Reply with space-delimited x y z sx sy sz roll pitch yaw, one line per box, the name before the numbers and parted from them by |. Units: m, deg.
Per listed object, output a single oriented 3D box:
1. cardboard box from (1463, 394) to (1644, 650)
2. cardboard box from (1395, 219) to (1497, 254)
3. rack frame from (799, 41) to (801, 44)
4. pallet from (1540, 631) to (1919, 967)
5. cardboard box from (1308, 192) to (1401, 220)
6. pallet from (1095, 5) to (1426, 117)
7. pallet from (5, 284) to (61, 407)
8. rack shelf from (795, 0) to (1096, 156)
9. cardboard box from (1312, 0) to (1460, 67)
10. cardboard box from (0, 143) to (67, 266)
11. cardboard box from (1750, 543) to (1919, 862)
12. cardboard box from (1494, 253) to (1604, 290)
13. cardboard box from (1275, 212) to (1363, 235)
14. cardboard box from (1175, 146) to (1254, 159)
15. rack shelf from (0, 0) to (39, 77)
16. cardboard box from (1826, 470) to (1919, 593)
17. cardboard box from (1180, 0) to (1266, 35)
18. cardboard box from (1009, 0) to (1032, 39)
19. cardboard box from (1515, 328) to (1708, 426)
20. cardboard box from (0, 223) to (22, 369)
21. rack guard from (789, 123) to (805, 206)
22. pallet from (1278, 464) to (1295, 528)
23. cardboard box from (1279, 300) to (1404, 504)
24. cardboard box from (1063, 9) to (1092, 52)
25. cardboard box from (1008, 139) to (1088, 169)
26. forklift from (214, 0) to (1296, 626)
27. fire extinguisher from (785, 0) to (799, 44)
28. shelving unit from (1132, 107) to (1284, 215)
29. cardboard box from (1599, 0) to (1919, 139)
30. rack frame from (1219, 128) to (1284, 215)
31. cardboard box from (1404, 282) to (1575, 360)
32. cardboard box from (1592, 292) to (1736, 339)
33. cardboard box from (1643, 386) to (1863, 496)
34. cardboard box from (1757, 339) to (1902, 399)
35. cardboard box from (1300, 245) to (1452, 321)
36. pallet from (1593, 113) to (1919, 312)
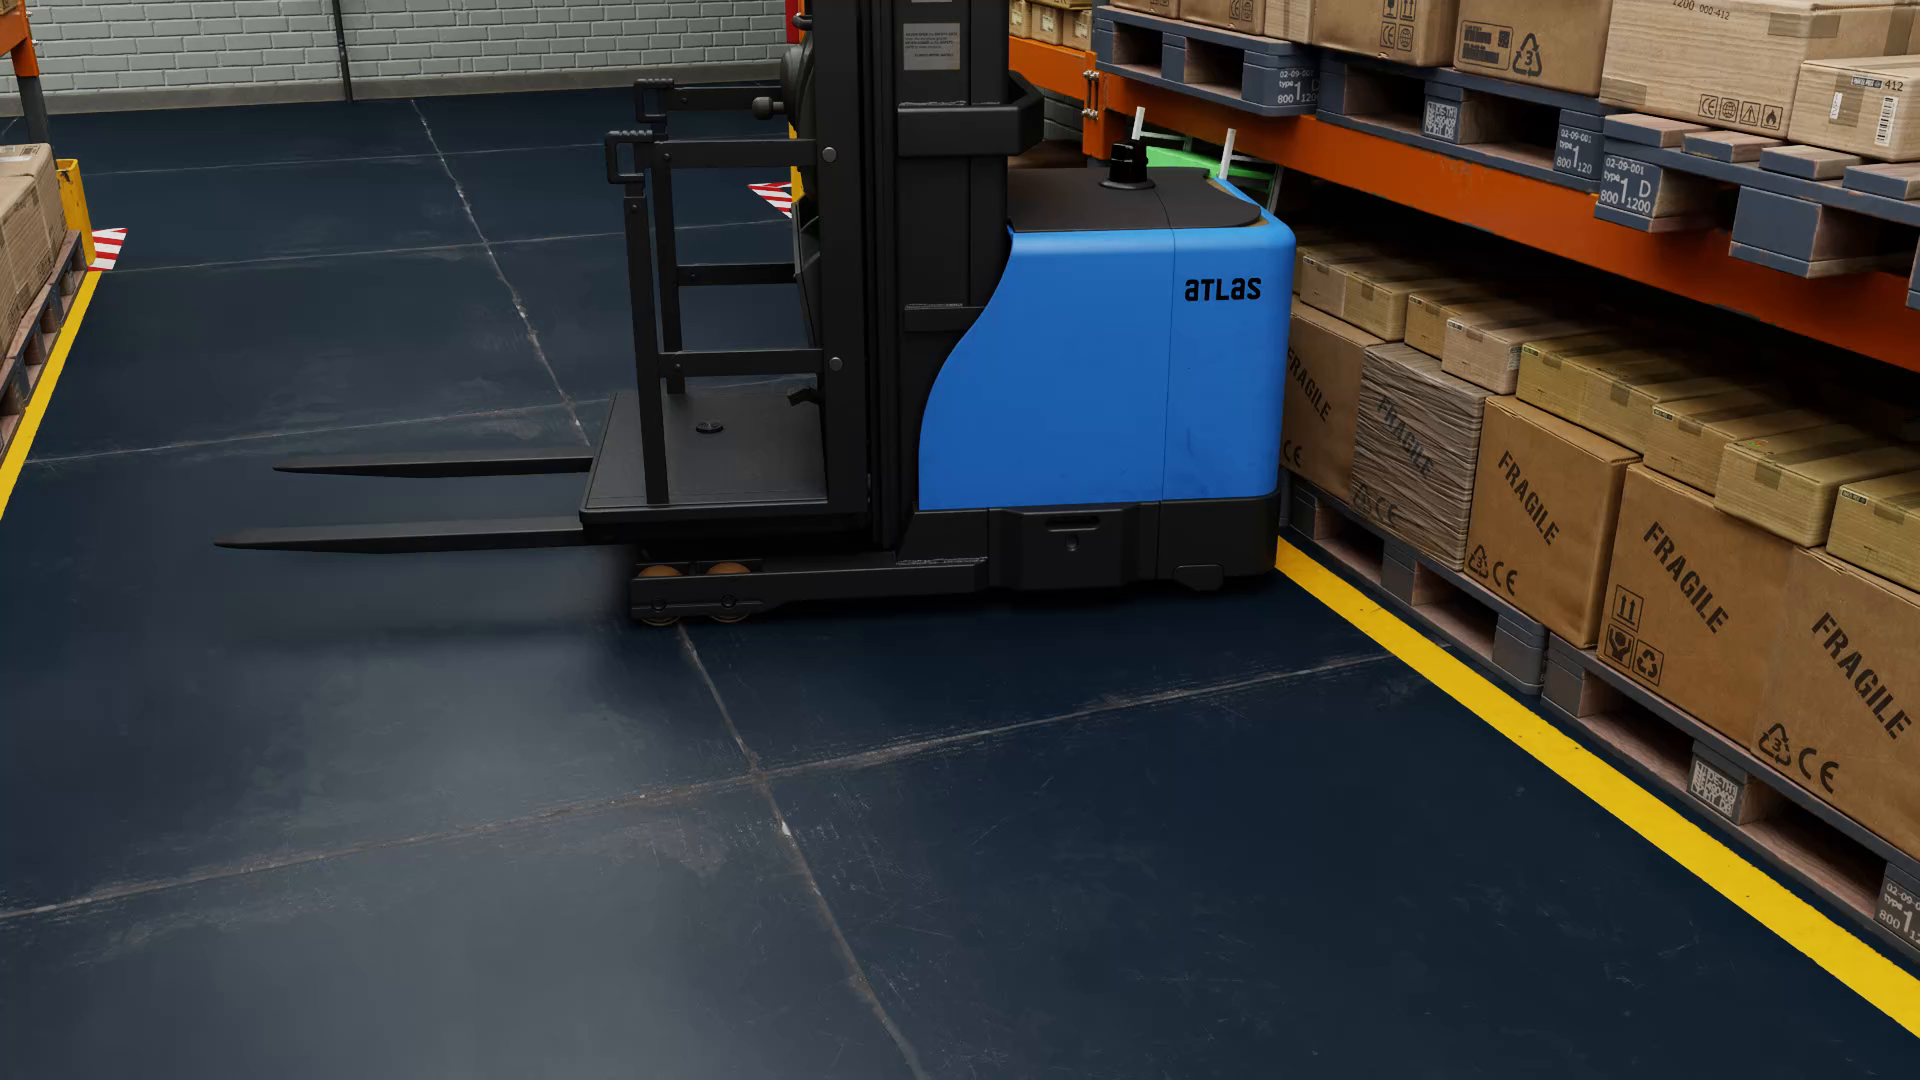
cardboard box | 1.673 -0.081 4.258 0.500 0.500 0.500 -7 24 -17
cardboard box | 1.672 -0.970 5.533 0.380 0.149 0.250 -10 25 -22
rack frame | -0.448 -3.449 9.571 1.000 3.000 0.127 -8 24 -19
pallet | 2.150 0.466 3.872 1.003 0.211 1.213 -8 24 -19
cardboard box | 1.463 -1.147 5.952 0.380 0.149 0.250 -8 24 -19
pallet | 1.145 -1.602 5.435 1.003 0.211 1.213 -8 24 -19
pallet | -4.307 -0.759 6.779 1.003 0.211 1.213 -8 24 -19
rack shelf | 0.259 -2.391 7.986 1.077 0.370 4.000 -8 24 -19
cardboard box | 1.387 -1.555 4.409 0.700 0.500 0.500 -8 24 -19
cardboard box | -4.763 -1.553 7.831 0.875 0.438 0.875 -9 25 -21
cardboard box | 2.028 0.292 3.373 0.500 0.500 0.500 -8 24 -17
cardboard box | 1.862 -0.777 5.075 0.380 0.149 0.250 -8 24 -18
cardboard box | 1.115 -0.987 5.573 0.380 0.149 0.250 -10 25 -22
cardboard box | 0.900 -1.315 5.966 0.380 0.149 0.250 -9 24 -20
rack shelf | -4.384 -1.708 6.367 1.077 0.370 4.000 -8 24 -19
cardboard box | 1.967 -0.027 3.295 0.380 0.149 0.250 -10 25 -22
cardboard box | 1.110 -1.840 5.085 0.700 0.500 0.500 -8 24 -18
cardboard box | 0.390 -2.144 6.797 0.380 0.149 0.250 -8 24 -18
cardboard box | 1.650 -0.417 4.219 0.380 0.149 0.250 -9 24 -20
cardboard box | -4.115 -0.894 6.267 0.875 0.438 0.875 -9 25 -21
rack guard | -0.421 -2.269 9.991 1.175 0.500 0.348 -8 24 -19
pallet | 1.288 -0.420 5.975 1.003 0.211 1.213 -8 24 -19
cardboard box | 1.295 -0.456 5.149 0.500 0.500 0.500 -9 25 -21
cardboard box | 0.616 -1.961 6.364 0.380 0.149 0.250 -8 24 -18
cardboard box | 0.312 -1.562 7.772 0.700 0.500 0.500 -9 25 -21
forklift | -0.619 -1.325 4.620 3.031 2.935 1.130 -2 23 -6
fire extinguisher | -0.932 -3.231 9.635 0.296 0.674 0.183 -8 24 -19
shelving unit | 0.717 -0.784 5.534 0.258 1.200 0.503 -2 21 -31
cardboard box | 1.703 -1.005 3.426 0.500 0.250 0.500 -10 25 -21
rack frame | 0.835 -0.699 5.338 0.240 1.200 0.015 -2 21 -31
cardboard box | 1.486 -0.609 4.676 0.380 0.149 0.250 -8 24 -19
cardboard box | 1.979 -0.577 4.600 0.380 0.149 0.250 -8 24 -19
cardboard box | 1.790 -0.224 3.762 0.380 0.149 0.250 -9 25 -21
cardboard box | 2.245 -0.406 4.194 0.380 0.149 0.250 -10 25 -21
cardboard box | 1.277 -0.794 5.114 0.380 0.149 0.250 -8 24 -19
pallet | 2.073 -0.690 3.273 1.213 0.211 1.003 -8 24 -19
